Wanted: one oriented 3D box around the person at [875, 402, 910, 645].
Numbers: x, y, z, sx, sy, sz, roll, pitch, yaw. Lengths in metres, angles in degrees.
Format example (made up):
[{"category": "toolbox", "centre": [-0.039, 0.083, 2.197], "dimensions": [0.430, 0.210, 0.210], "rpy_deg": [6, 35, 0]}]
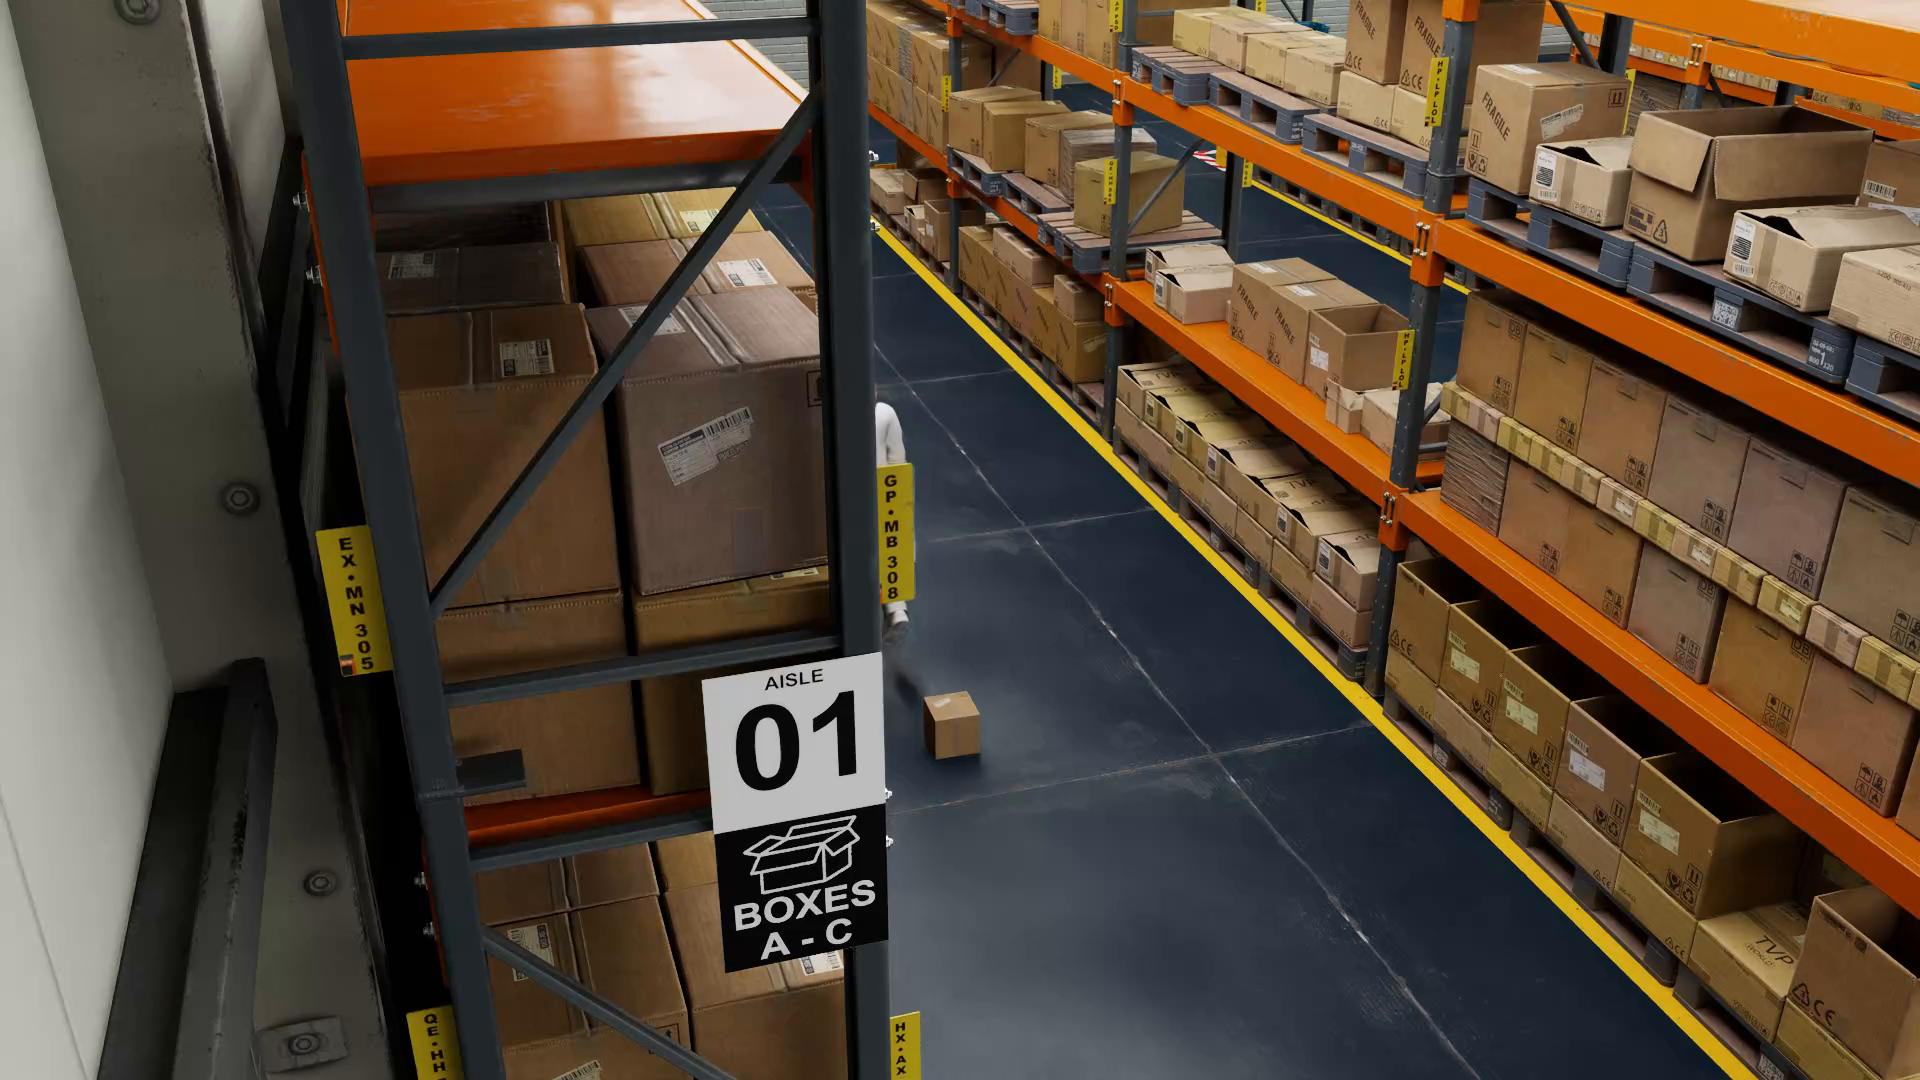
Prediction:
[{"category": "person", "centre": [-0.565, -0.187, 9.740], "dimensions": [0.591, 1.753, 0.885], "rpy_deg": [-12, 28, -23]}]
